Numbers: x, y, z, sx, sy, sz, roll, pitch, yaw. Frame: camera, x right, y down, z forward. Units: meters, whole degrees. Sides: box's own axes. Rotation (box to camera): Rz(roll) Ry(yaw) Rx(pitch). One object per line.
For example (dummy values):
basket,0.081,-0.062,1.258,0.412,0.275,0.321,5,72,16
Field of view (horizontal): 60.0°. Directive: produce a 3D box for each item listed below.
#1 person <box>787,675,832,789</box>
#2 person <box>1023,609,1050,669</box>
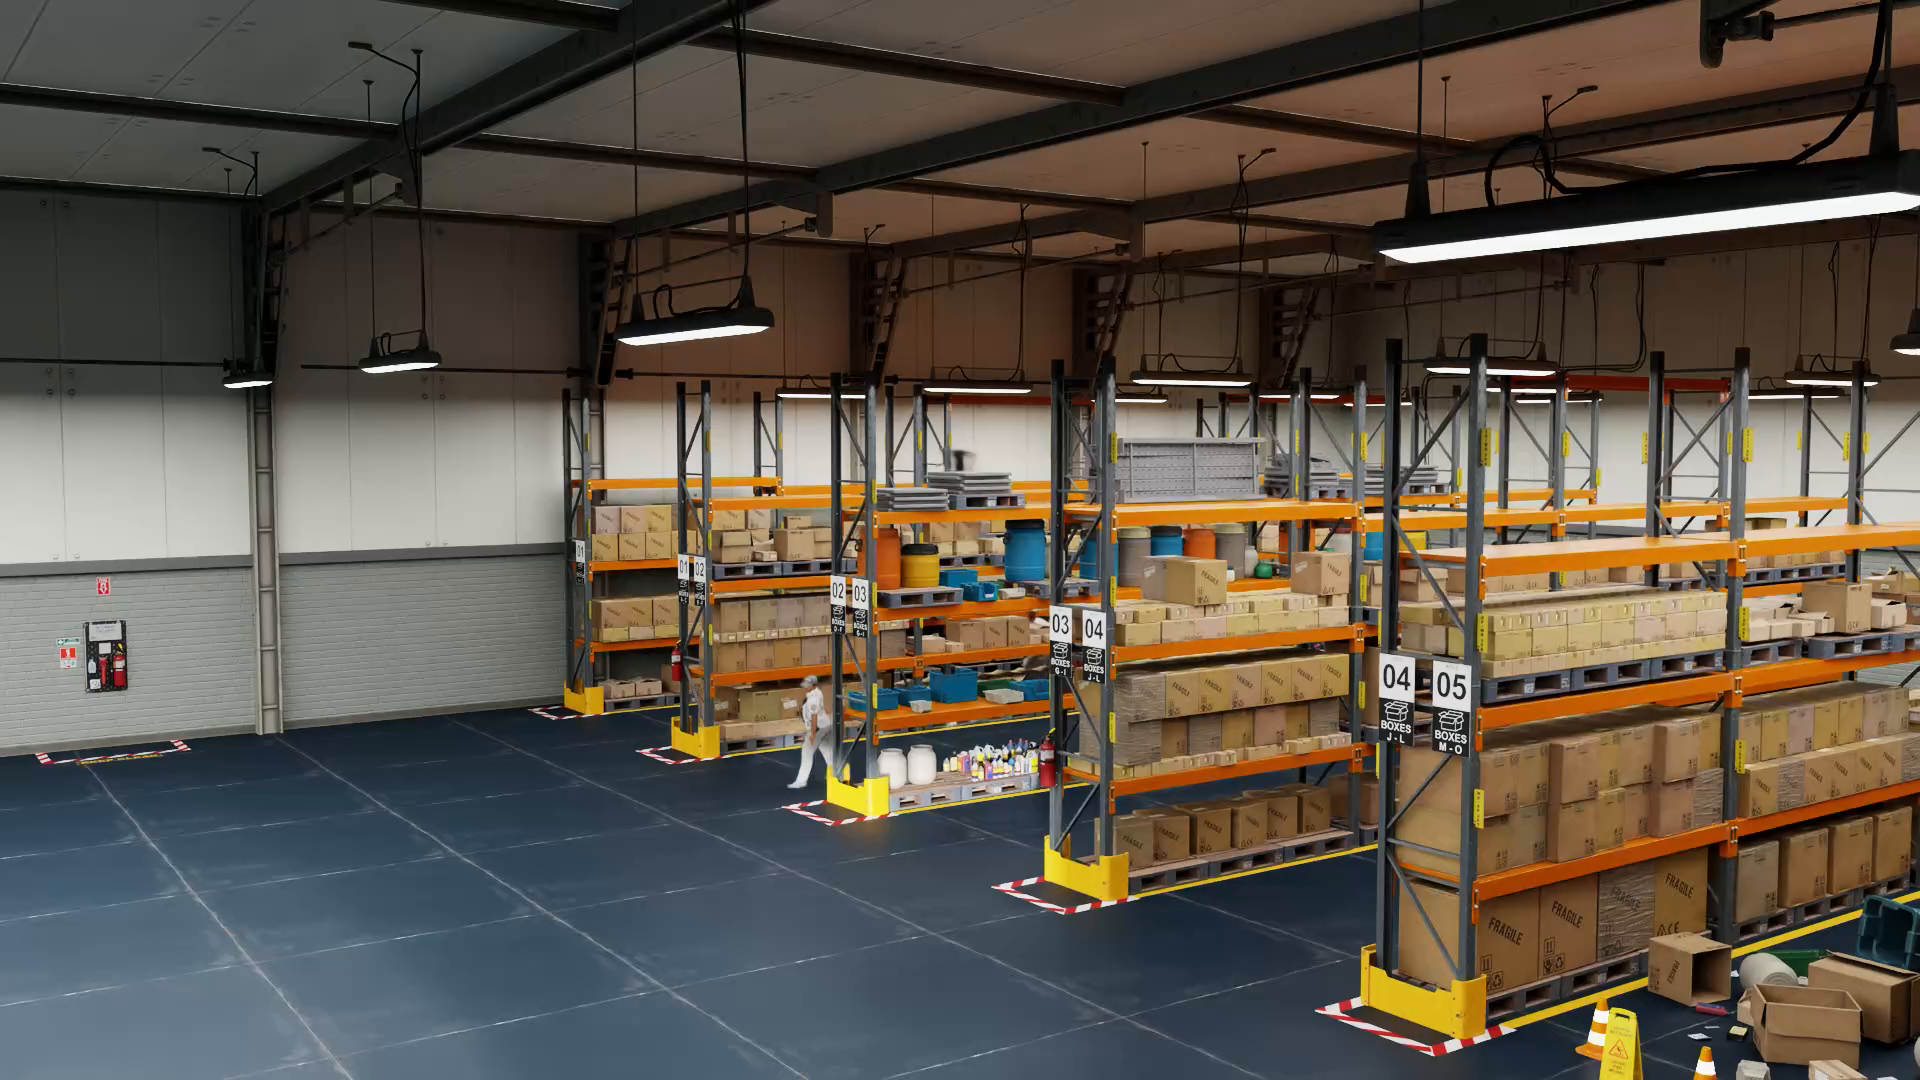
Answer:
person,-2.145,2.779,24.434,0.770,1.644,0.692,0,4,-1
person,1.445,2.174,32.950,0.830,1.812,0.664,-2,4,-28
